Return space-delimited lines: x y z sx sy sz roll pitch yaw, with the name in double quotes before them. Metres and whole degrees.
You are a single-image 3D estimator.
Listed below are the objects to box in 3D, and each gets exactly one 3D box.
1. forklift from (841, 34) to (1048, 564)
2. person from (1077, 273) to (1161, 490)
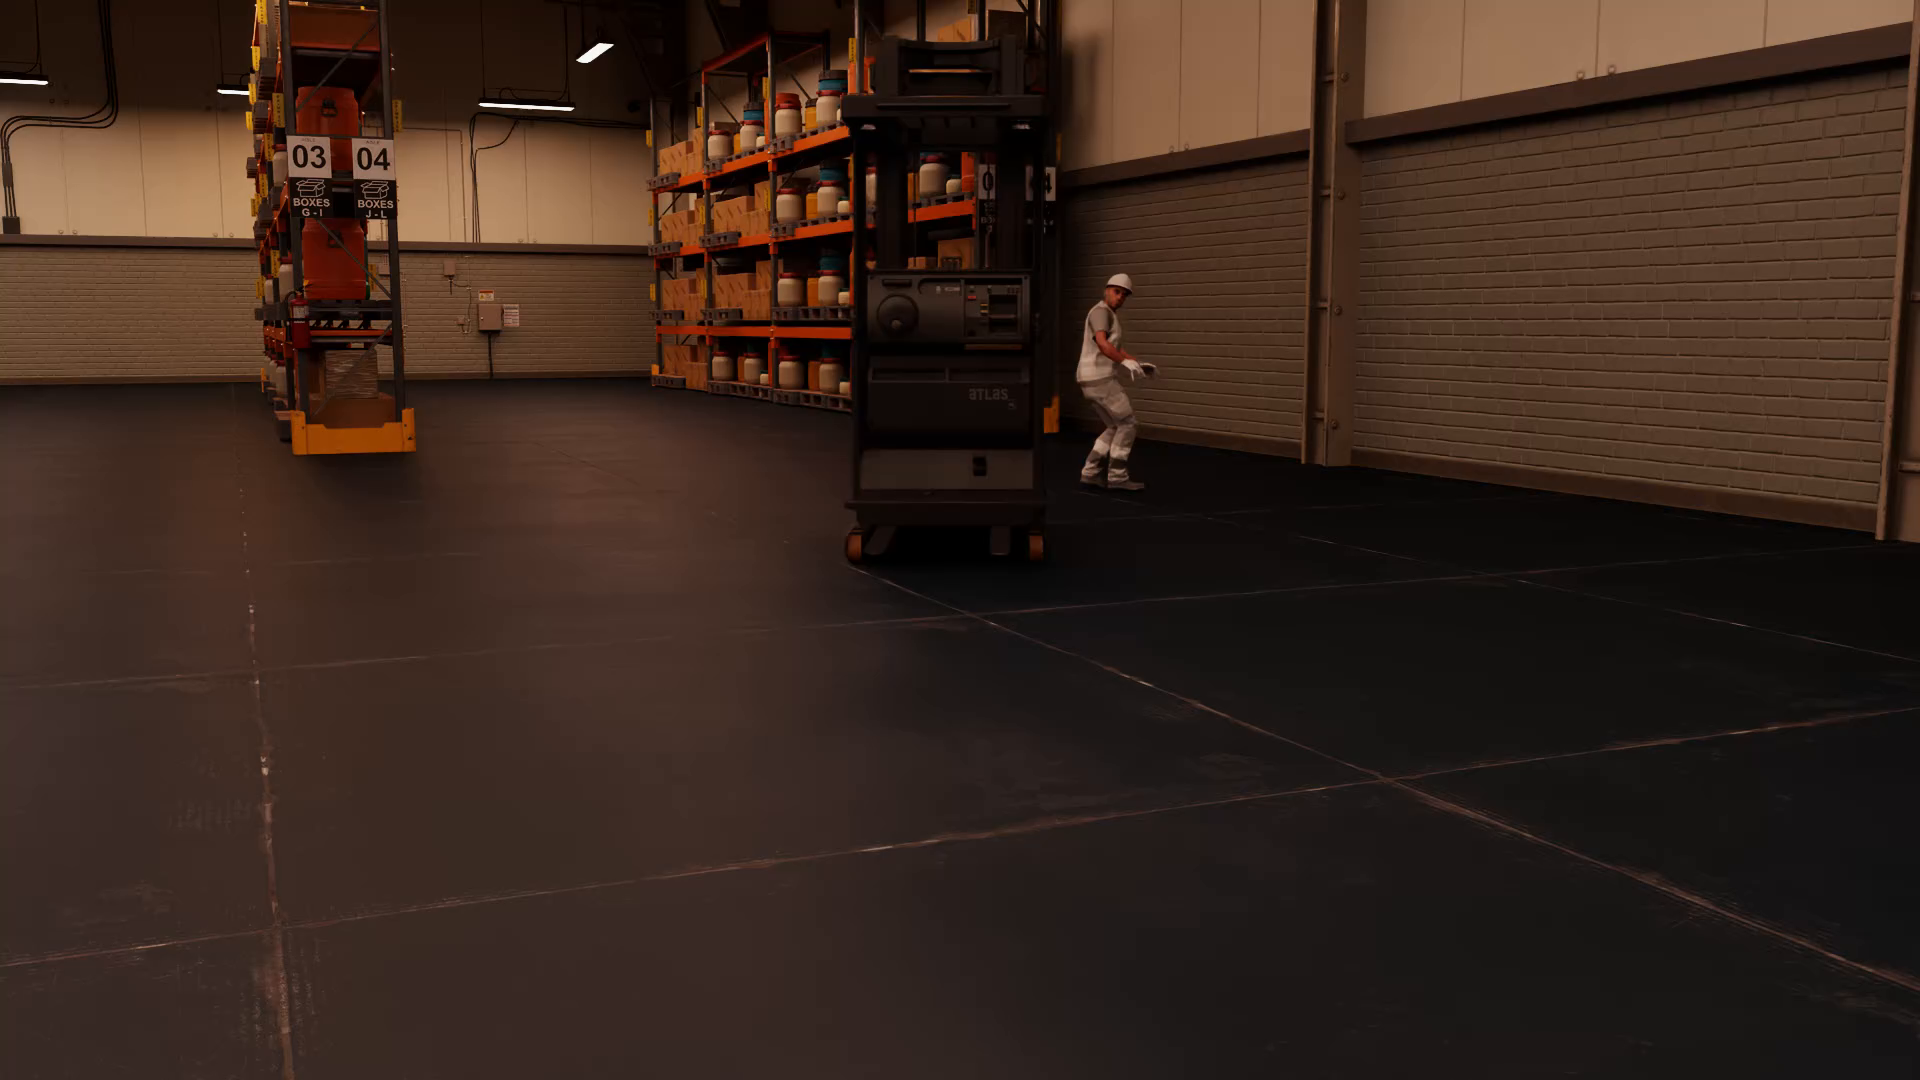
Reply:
"forklift" -0.068 -1.363 9.275 1.130 2.935 3.031 0 8 2
"person" 1.268 -1.228 13.039 0.703 1.706 0.802 0 8 -3
